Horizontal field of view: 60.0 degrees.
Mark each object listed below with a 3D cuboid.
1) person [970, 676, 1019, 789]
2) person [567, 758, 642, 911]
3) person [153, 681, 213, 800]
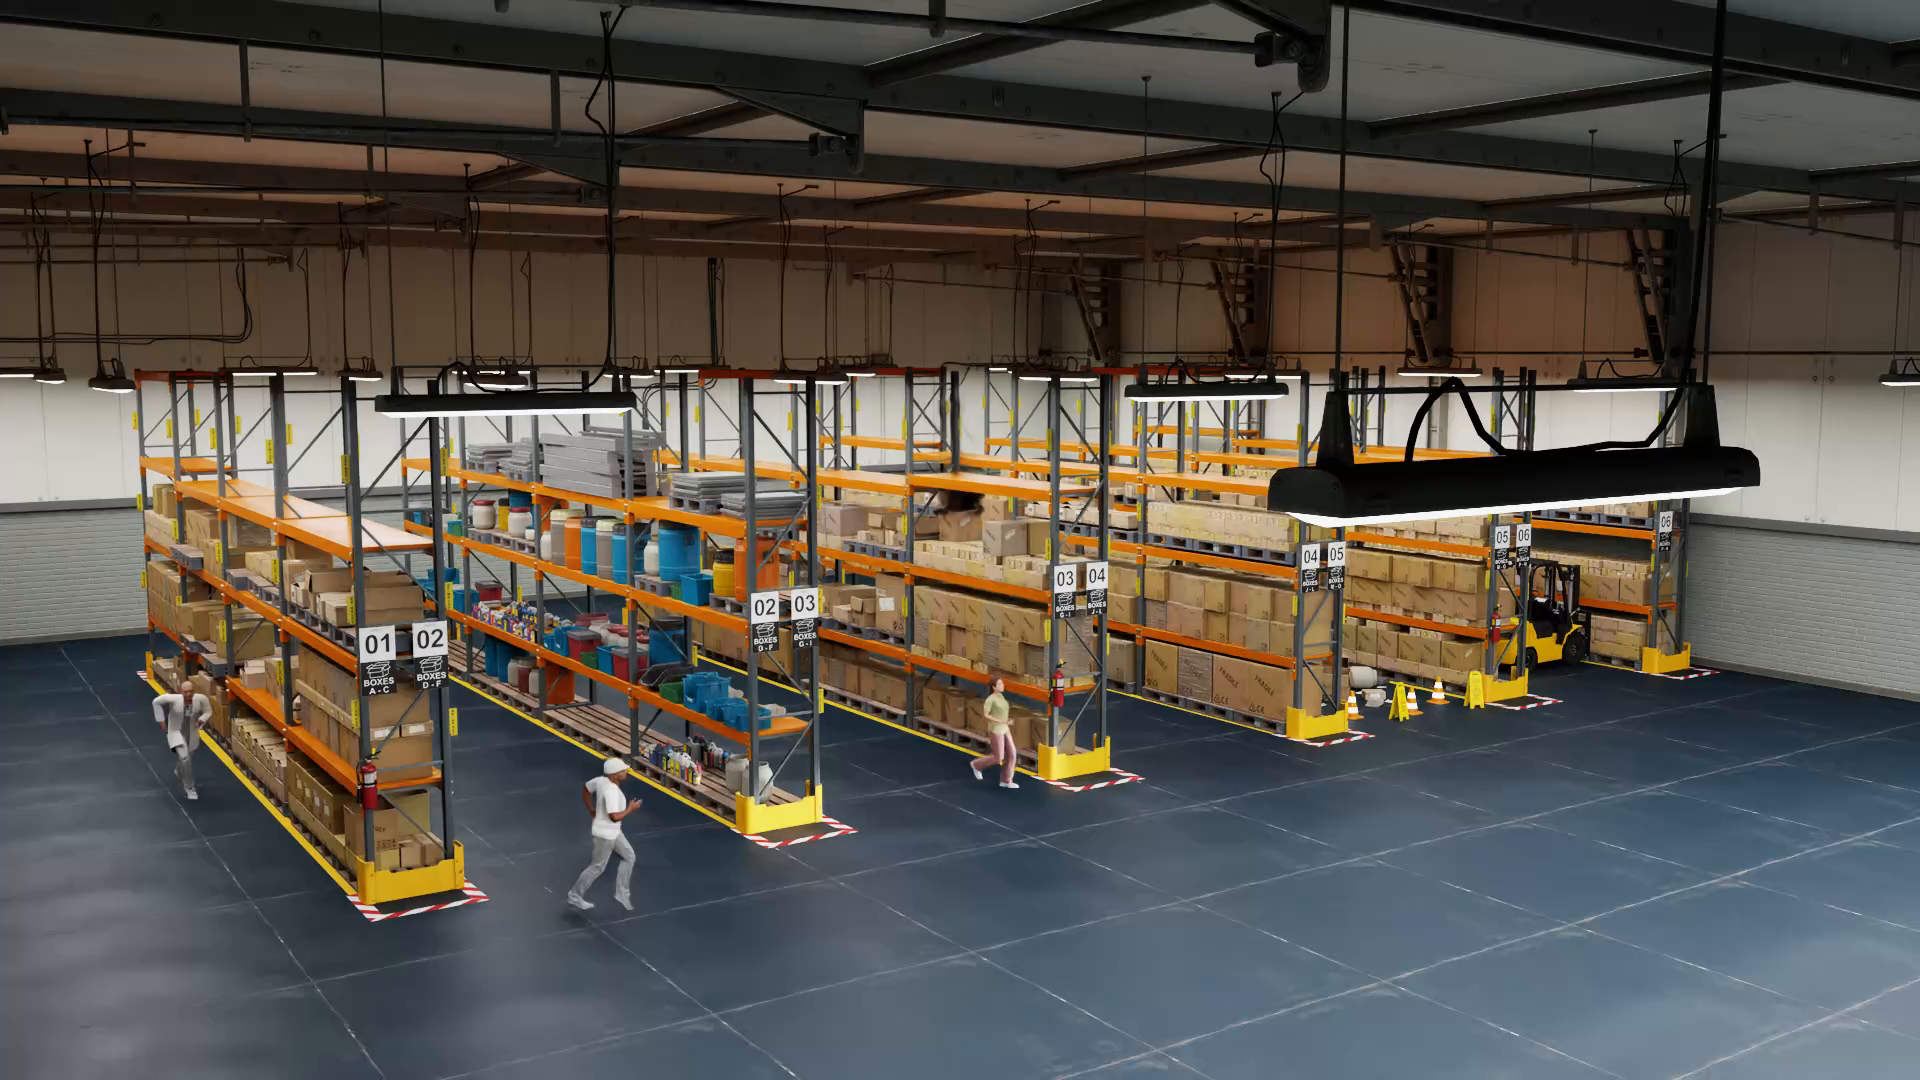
[{"bbox_3d":[0.525,2.790,24.247,0.753,1.633,0.586,4,7,30],"label":"person"},{"bbox_3d":[-4.013,3.365,18.752,0.861,1.833,0.674,-1,7,-9],"label":"person"},{"bbox_3d":[-11.163,2.830,23.877,0.752,1.744,1.056,-5,8,-36],"label":"person"}]
